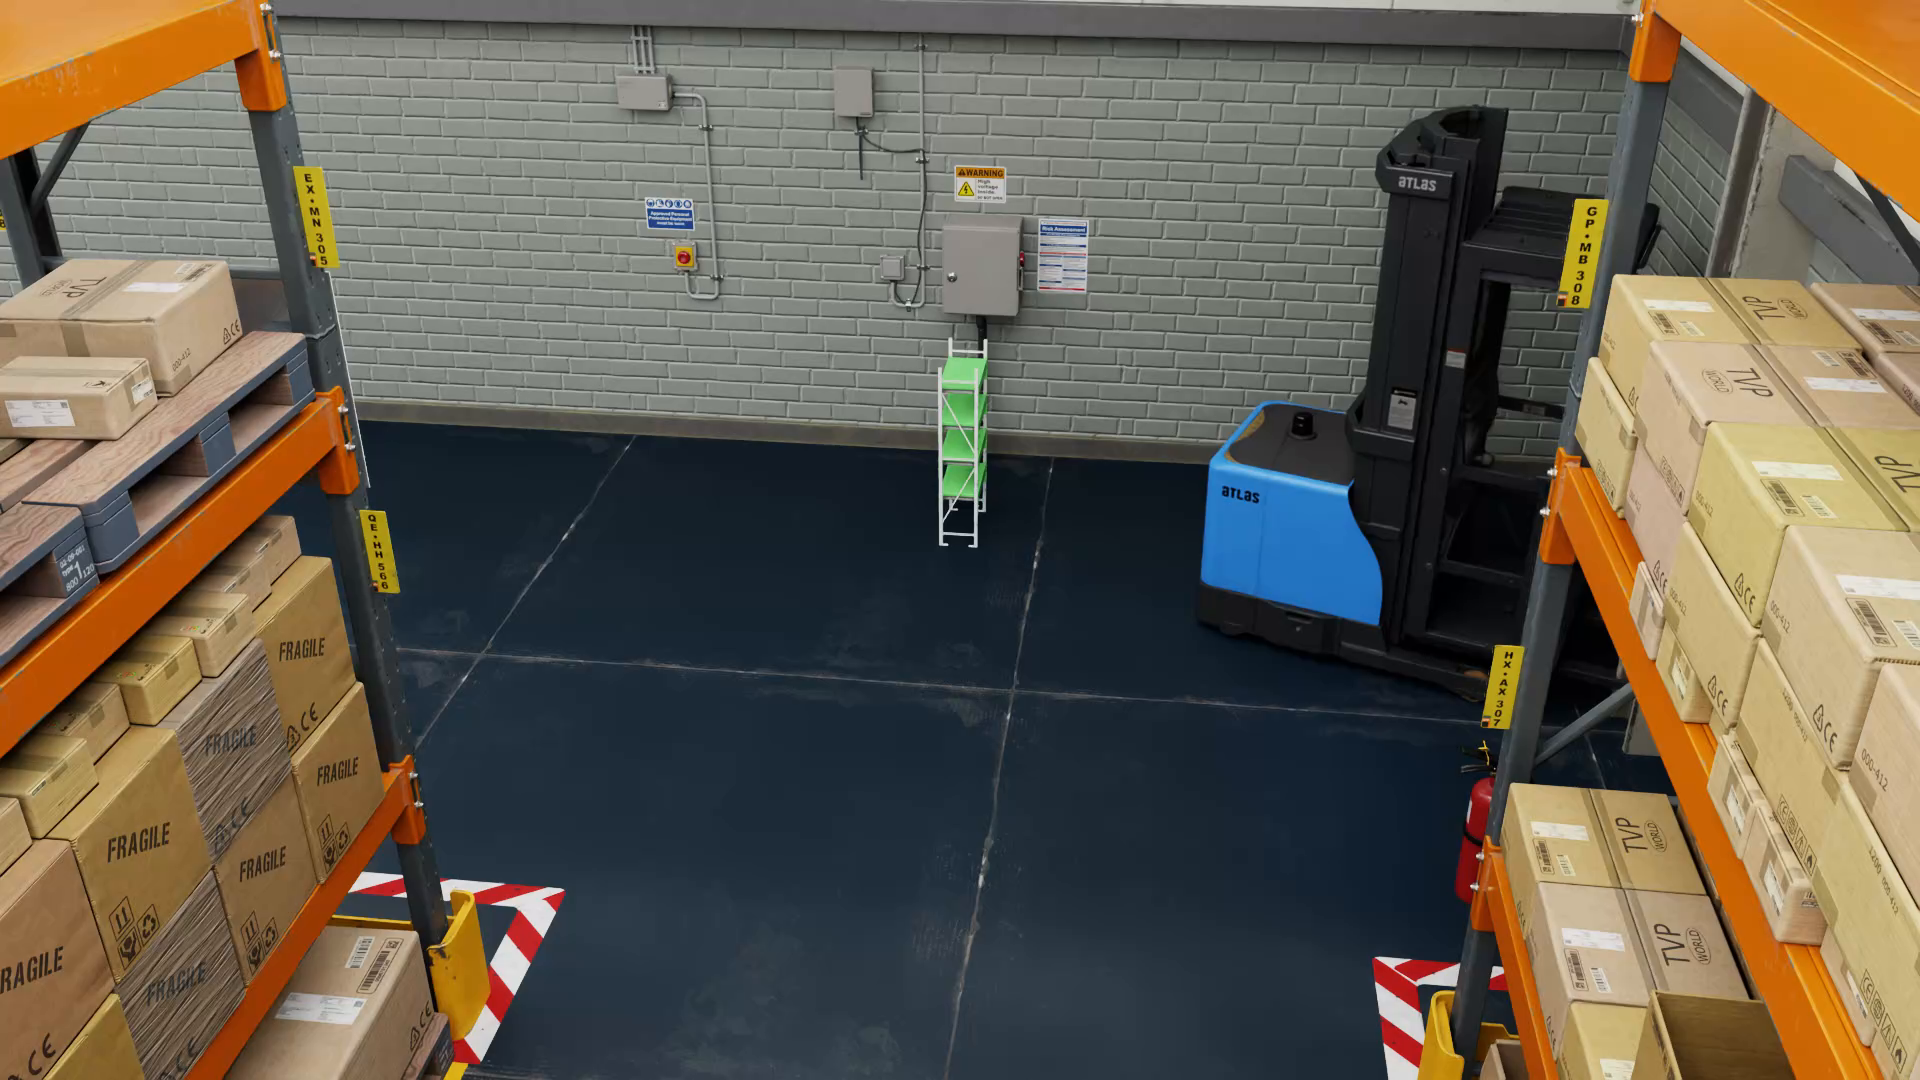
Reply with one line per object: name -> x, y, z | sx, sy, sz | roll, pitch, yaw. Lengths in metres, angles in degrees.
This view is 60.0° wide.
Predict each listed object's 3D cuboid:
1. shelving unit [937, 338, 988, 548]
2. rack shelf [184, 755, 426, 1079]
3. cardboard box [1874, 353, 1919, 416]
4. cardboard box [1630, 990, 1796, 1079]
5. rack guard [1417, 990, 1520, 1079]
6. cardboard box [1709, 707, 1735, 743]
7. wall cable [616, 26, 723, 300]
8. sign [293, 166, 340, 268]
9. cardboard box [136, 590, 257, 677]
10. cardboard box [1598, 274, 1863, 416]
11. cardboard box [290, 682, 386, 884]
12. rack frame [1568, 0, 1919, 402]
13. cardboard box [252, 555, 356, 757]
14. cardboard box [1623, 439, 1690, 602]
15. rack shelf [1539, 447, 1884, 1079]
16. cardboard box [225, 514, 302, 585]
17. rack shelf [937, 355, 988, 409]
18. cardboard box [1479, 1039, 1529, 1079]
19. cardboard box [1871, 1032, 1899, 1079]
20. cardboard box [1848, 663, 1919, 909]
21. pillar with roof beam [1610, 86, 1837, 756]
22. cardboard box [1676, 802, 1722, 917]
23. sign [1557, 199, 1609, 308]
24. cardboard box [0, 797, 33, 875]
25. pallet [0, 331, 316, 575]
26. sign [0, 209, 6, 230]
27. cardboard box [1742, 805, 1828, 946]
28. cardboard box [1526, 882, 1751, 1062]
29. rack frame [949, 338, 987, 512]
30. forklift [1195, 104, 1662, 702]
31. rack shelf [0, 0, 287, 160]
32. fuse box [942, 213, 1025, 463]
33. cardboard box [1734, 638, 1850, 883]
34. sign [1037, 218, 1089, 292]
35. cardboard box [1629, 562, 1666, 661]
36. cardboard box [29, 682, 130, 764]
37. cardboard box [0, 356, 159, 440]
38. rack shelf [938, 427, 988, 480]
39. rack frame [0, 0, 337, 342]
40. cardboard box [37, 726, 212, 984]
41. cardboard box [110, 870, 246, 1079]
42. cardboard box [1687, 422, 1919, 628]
shelving unit -> 0.020, -0.606, 10.402 | 0.258, 1.200, 0.503 | 3, 28, 6
rack shelf -> -2.819, 1.877, 4.654 | 1.077, 0.370, 4.000 | 3, 28, 6
cardboard box -> 2.511, -0.230, 3.961 | 0.500, 0.250, 0.500 | 3, 28, 5
cardboard box -> 1.847, 1.415, 3.808 | 0.500, 0.500, 0.500 | 4, 29, 7
rack guard -> 2.344, 2.042, 6.225 | 1.175, 0.500, 0.348 | 3, 28, 6
cardboard box -> 1.902, 0.432, 3.680 | 0.380, 0.149, 0.250 | 3, 28, 6
wall cable -> -1.906, -2.498, 10.912 | 0.585, 1.953, 0.123 | 3, 28, 6
sign -> -2.037, -1.019, 5.257 | 0.100, 0.325, 0.005 | 3, 28, 6
cardboard box -> -2.374, 0.277, 5.022 | 0.380, 0.149, 0.250 | 3, 28, 6
cardboard box -> 2.049, -0.506, 4.473 | 0.500, 0.250, 0.500 | 3, 28, 6
cardboard box -> -2.370, 0.817, 5.757 | 0.500, 0.500, 0.500 | 4, 29, 6
rack frame -> 2.353, -1.736, 4.276 | 1.000, 3.000, 0.127 | 3, 28, 6
cardboard box -> -2.396, 0.375, 5.523 | 0.500, 0.500, 0.500 | 4, 29, 8
cardboard box -> 1.986, -0.046, 4.148 | 0.500, 0.250, 0.500 | 4, 29, 7
rack shelf -> 2.108, 0.843, 3.410 | 1.077, 0.370, 4.000 | 3, 28, 6
cardboard box -> -2.419, 0.030, 5.481 | 0.380, 0.149, 0.250 | 4, 29, 7
rack shelf -> 0.020, -0.972, 10.205 | 0.258, 0.148, 0.480 | 3, 28, 6
cardboard box -> 2.184, 2.102, 5.667 | 0.797, 0.503, 0.637 | 2, 28, 4
cardboard box -> 1.785, 0.912, 2.790 | 0.380, 0.149, 0.250 | 4, 29, 8
cardboard box -> 1.810, 0.454, 2.692 | 0.500, 0.250, 0.500 | 4, 29, 7
pillar with roof beam -> -0.695, -3.203, 6.999 | 9.100, 9.000, 0.400 | 3, 28, 6
cardboard box -> 2.560, 1.073, 5.233 | 0.500, 0.250, 0.500 | 4, 29, 8
sign -> 1.815, -0.831, 4.838 | 0.100, 0.325, 0.005 | 3, 28, 6
cardboard box -> -2.572, 0.756, 4.133 | 0.380, 0.149, 0.250 | 4, 29, 8
pallet -> -2.654, -0.313, 4.891 | 1.003, 0.211, 1.213 | 3, 28, 6
sign -> -3.124, -1.156, 5.358 | 0.100, 0.325, 0.005 | 3, 28, 6
cardboard box -> 1.773, 0.666, 3.246 | 0.380, 0.149, 0.250 | 4, 29, 7
cardboard box -> 1.969, 1.276, 4.856 | 0.500, 0.250, 0.500 | 4, 29, 7
rack frame -> 0.050, -0.721, 10.615 | 0.240, 1.200, 0.015 | 3, 28, 6
forklift -> 2.907, -0.669, 8.693 | 3.031, 2.935, 1.130 | 14, 31, 24
rack shelf -> -2.819, -0.588, 3.326 | 1.077, 0.370, 4.000 | 3, 28, 6
fuse box -> 0.161, -1.279, 11.112 | 0.539, 1.711, 0.414 | 3, 28, 6
cardboard box -> 1.870, 0.439, 3.247 | 0.500, 0.250, 0.500 | 3, 28, 5
sign -> 0.677, -1.873, 10.956 | 0.329, 0.494, 0.001 | 3, 28, 6
cardboard box -> 1.896, 0.188, 4.132 | 0.380, 0.149, 0.250 | 4, 29, 7
cardboard box -> -2.548, 0.512, 4.585 | 0.380, 0.149, 0.250 | 3, 28, 6
cardboard box -> -2.511, -0.401, 4.678 | 0.380, 0.149, 0.250 | 1, 28, 2
rack shelf -> 0.020, -0.550, 10.432 | 0.258, 0.148, 0.480 | 3, 28, 6
rack frame -> -2.574, -2.022, 4.808 | 1.000, 3.000, 0.127 | 3, 28, 6
cardboard box -> -2.495, 0.856, 4.631 | 0.500, 0.500, 0.500 | 3, 28, 6
cardboard box -> -2.500, 1.295, 4.870 | 0.500, 0.500, 0.500 | 4, 29, 8
cardboard box -> 1.921, -0.030, 3.590 | 0.500, 0.250, 0.500 | 3, 28, 5
